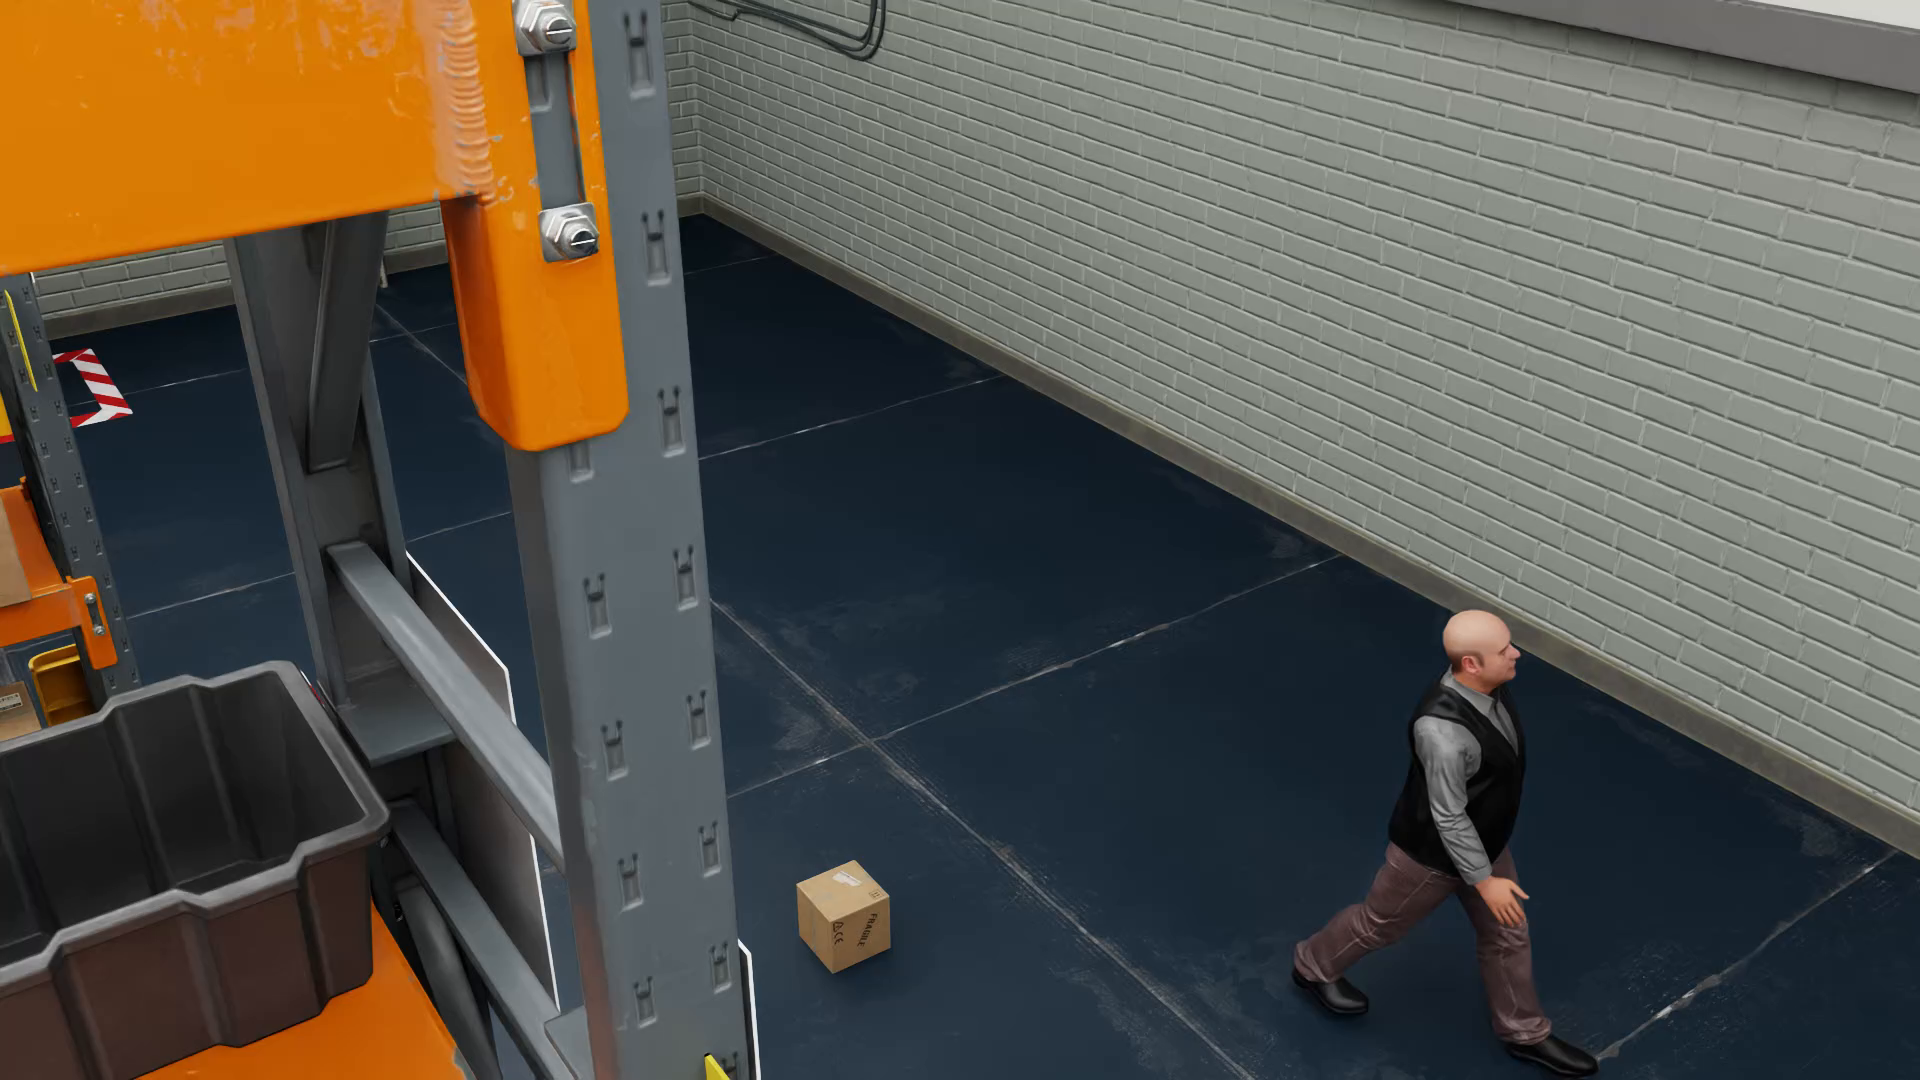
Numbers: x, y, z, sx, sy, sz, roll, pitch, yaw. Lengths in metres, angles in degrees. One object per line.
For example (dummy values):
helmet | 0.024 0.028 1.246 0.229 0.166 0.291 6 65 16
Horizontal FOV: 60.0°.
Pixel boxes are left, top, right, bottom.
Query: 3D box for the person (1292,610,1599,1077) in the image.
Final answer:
person | 1.624 0.982 5.331 1.040 1.667 0.533 19 34 31
